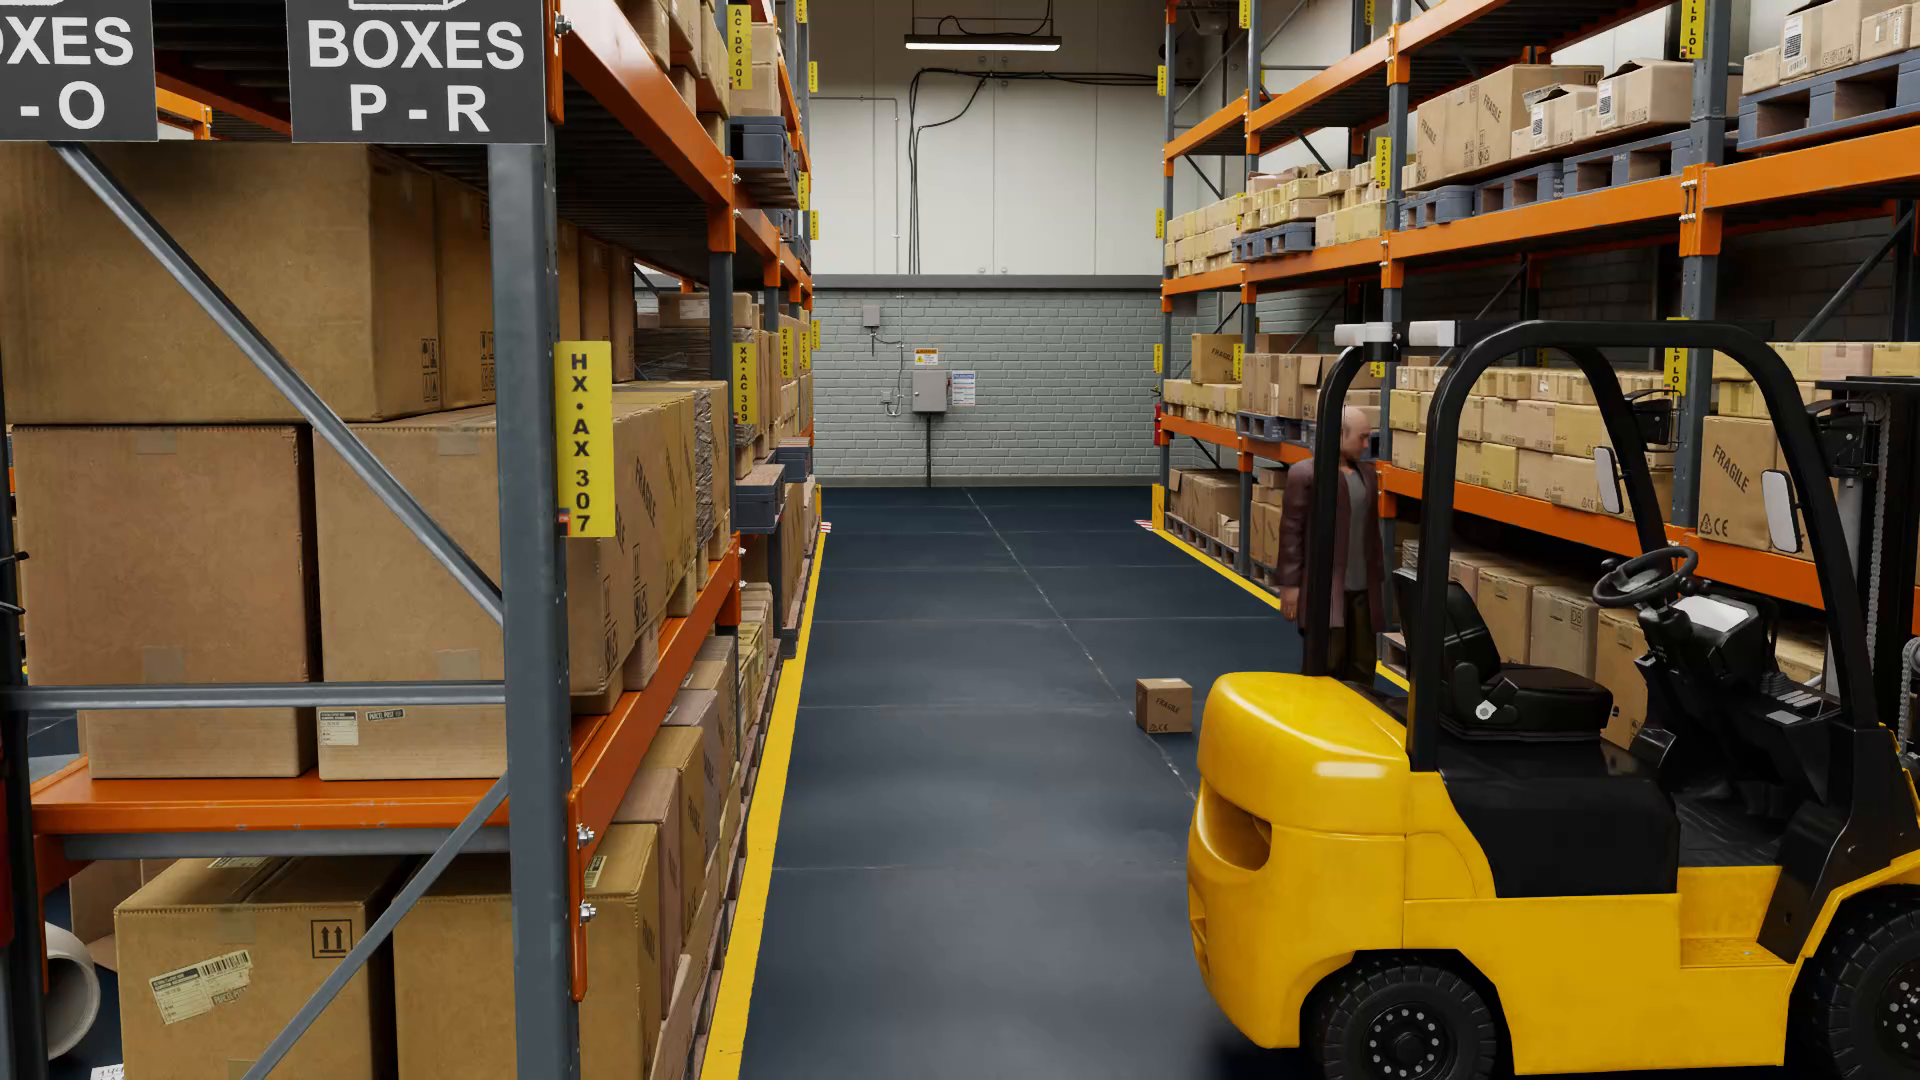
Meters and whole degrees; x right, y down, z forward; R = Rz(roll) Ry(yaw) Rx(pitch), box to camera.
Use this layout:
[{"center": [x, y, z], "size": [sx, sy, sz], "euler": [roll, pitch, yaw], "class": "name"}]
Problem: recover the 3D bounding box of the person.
[{"center": [1.846, 0.238, 8.110], "size": [0.613, 1.776, 0.581], "euler": [-3, 7, -26], "class": "person"}]
